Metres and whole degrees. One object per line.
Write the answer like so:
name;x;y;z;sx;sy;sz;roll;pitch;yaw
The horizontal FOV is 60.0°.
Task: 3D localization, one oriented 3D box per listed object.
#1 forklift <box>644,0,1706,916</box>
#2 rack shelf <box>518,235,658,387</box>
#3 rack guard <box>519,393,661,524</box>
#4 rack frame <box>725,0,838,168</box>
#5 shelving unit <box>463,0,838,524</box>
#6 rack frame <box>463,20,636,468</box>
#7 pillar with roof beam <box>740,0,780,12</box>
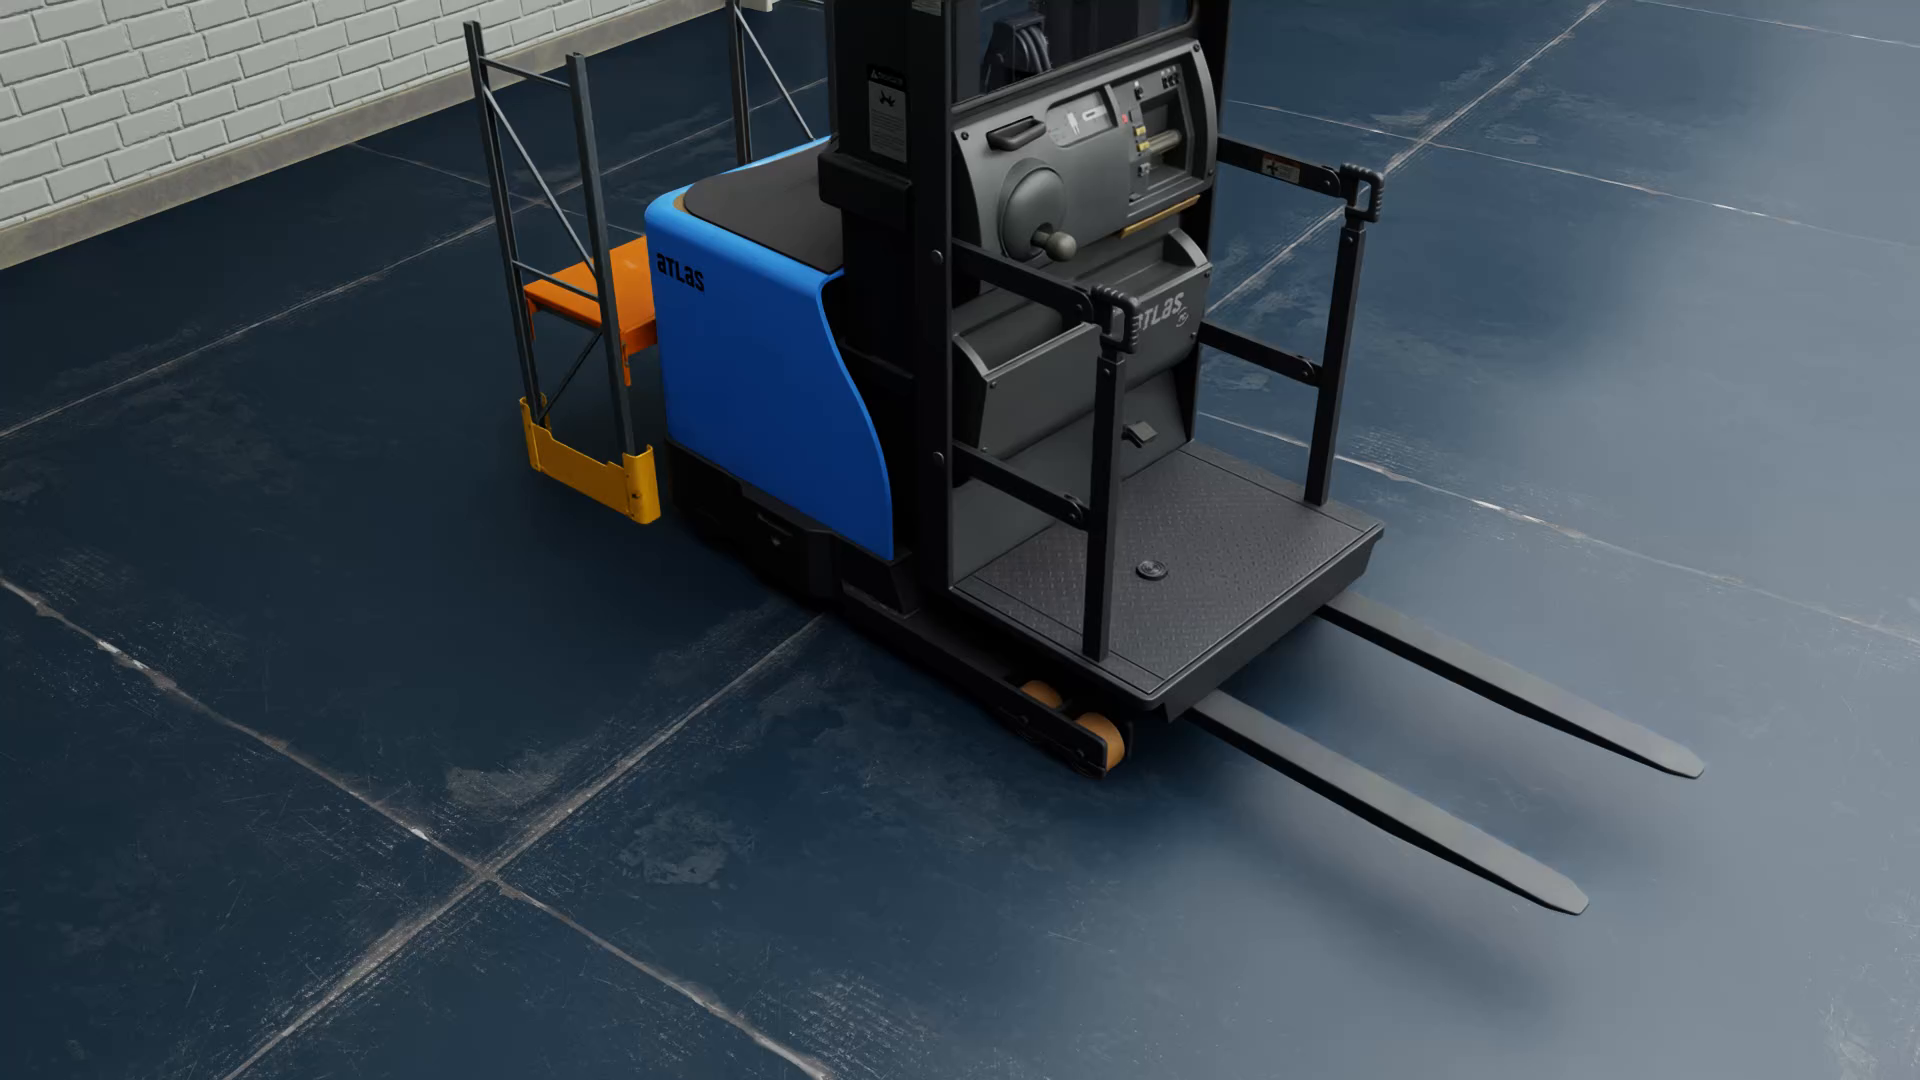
forklift;0.487;-0.928;4.006;3.031;2.935;1.130;28;43;35
rack shelf;-0.899;-0.851;5.490;0.538;0.185;1.000;25;41;32
rack guard;-1.209;-0.271;5.426;0.587;0.250;0.087;25;41;32
rack frame;-0.576;-1.220;5.714;0.500;1.500;0.032;25;41;32
shelving unit;-0.894;-1.005;5.395;0.587;1.500;1.083;25;41;32
rack frame;-1.223;-0.781;5.064;0.500;1.500;0.032;25;41;32
pillar with roof beam;2.373;-5.635;5.550;9.100;9.000;0.400;21;39;28
